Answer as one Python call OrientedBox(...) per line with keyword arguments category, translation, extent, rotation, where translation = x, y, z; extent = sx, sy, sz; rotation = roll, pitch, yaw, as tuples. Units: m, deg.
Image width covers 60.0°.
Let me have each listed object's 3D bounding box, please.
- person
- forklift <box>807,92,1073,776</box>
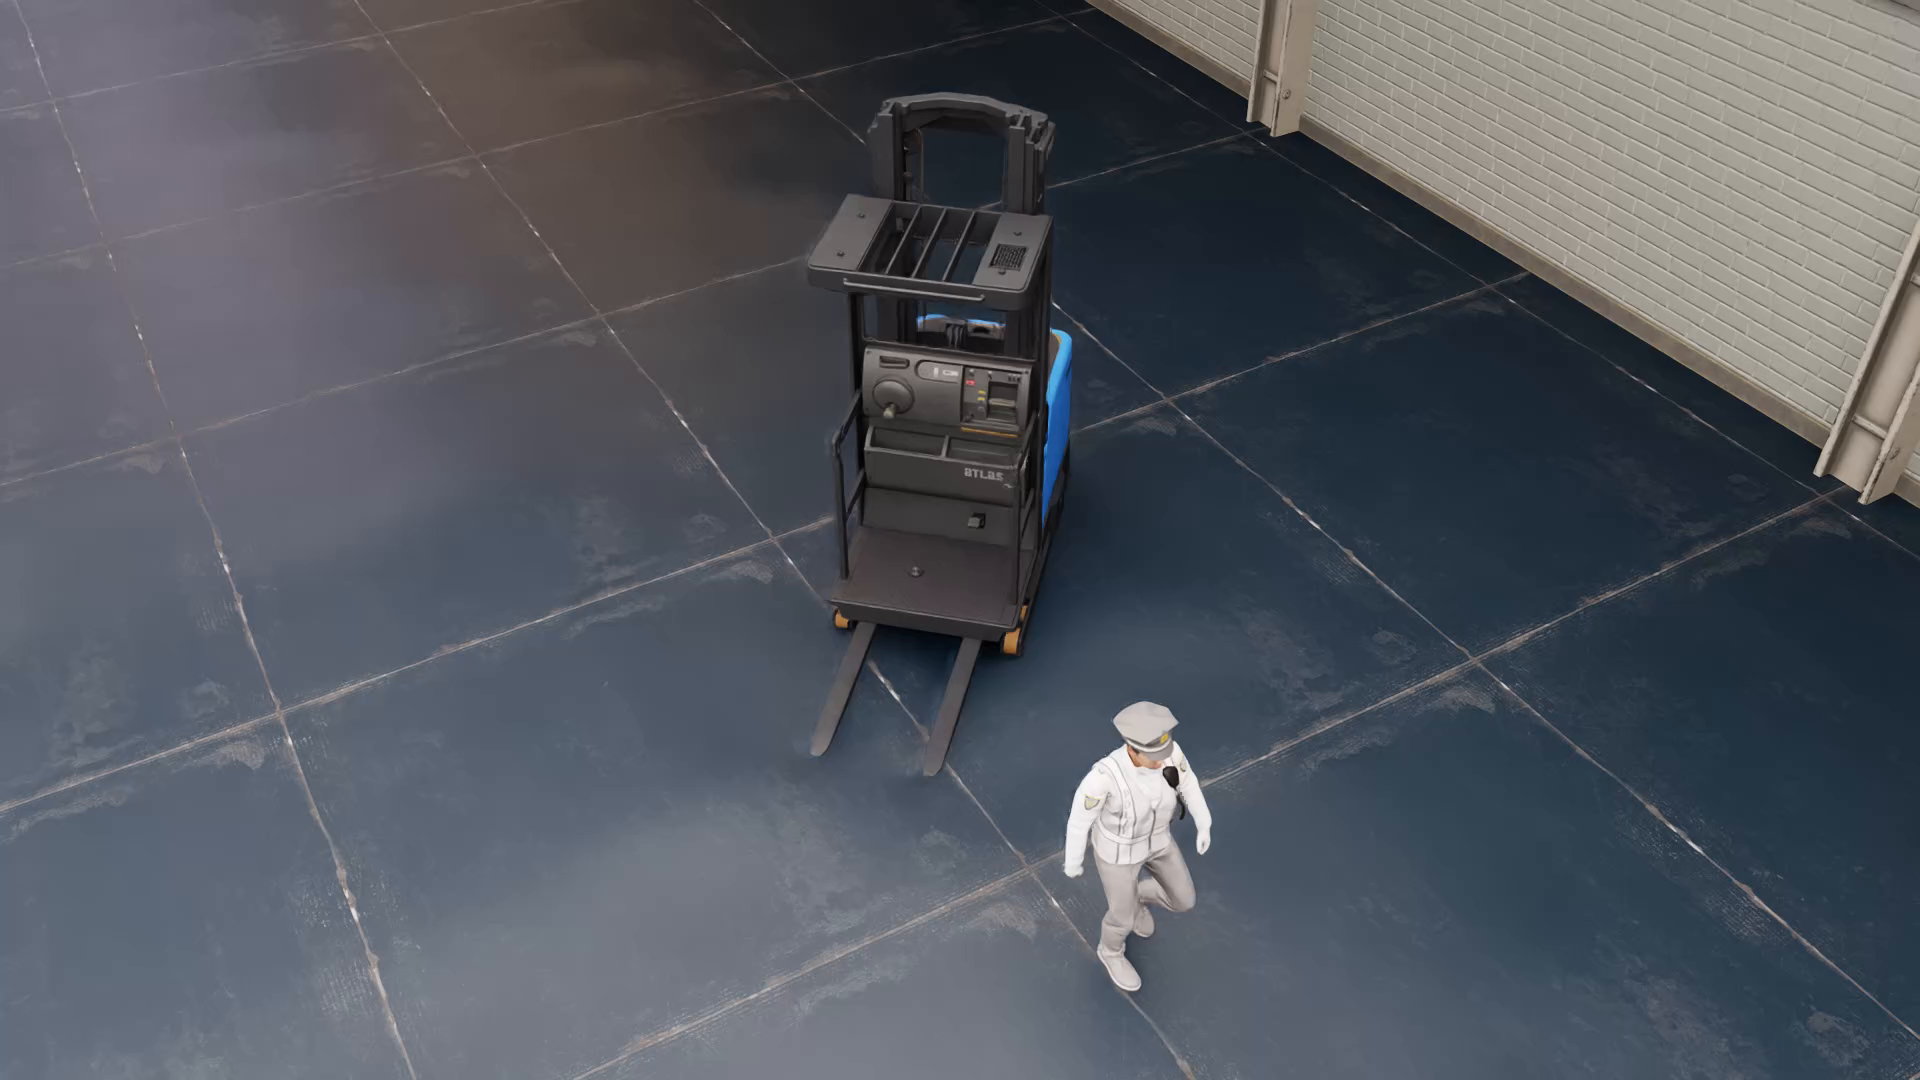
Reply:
OrientedBox(category="person", translation=(0.790, 1.362, 7.402), extent=(0.654, 1.650, 0.449), rotation=(-23, 45, -25))
OrientedBox(category="forklift", translation=(-0.121, -0.737, 8.925), extent=(1.130, 2.935, 3.031), rotation=(8, 40, 10))
